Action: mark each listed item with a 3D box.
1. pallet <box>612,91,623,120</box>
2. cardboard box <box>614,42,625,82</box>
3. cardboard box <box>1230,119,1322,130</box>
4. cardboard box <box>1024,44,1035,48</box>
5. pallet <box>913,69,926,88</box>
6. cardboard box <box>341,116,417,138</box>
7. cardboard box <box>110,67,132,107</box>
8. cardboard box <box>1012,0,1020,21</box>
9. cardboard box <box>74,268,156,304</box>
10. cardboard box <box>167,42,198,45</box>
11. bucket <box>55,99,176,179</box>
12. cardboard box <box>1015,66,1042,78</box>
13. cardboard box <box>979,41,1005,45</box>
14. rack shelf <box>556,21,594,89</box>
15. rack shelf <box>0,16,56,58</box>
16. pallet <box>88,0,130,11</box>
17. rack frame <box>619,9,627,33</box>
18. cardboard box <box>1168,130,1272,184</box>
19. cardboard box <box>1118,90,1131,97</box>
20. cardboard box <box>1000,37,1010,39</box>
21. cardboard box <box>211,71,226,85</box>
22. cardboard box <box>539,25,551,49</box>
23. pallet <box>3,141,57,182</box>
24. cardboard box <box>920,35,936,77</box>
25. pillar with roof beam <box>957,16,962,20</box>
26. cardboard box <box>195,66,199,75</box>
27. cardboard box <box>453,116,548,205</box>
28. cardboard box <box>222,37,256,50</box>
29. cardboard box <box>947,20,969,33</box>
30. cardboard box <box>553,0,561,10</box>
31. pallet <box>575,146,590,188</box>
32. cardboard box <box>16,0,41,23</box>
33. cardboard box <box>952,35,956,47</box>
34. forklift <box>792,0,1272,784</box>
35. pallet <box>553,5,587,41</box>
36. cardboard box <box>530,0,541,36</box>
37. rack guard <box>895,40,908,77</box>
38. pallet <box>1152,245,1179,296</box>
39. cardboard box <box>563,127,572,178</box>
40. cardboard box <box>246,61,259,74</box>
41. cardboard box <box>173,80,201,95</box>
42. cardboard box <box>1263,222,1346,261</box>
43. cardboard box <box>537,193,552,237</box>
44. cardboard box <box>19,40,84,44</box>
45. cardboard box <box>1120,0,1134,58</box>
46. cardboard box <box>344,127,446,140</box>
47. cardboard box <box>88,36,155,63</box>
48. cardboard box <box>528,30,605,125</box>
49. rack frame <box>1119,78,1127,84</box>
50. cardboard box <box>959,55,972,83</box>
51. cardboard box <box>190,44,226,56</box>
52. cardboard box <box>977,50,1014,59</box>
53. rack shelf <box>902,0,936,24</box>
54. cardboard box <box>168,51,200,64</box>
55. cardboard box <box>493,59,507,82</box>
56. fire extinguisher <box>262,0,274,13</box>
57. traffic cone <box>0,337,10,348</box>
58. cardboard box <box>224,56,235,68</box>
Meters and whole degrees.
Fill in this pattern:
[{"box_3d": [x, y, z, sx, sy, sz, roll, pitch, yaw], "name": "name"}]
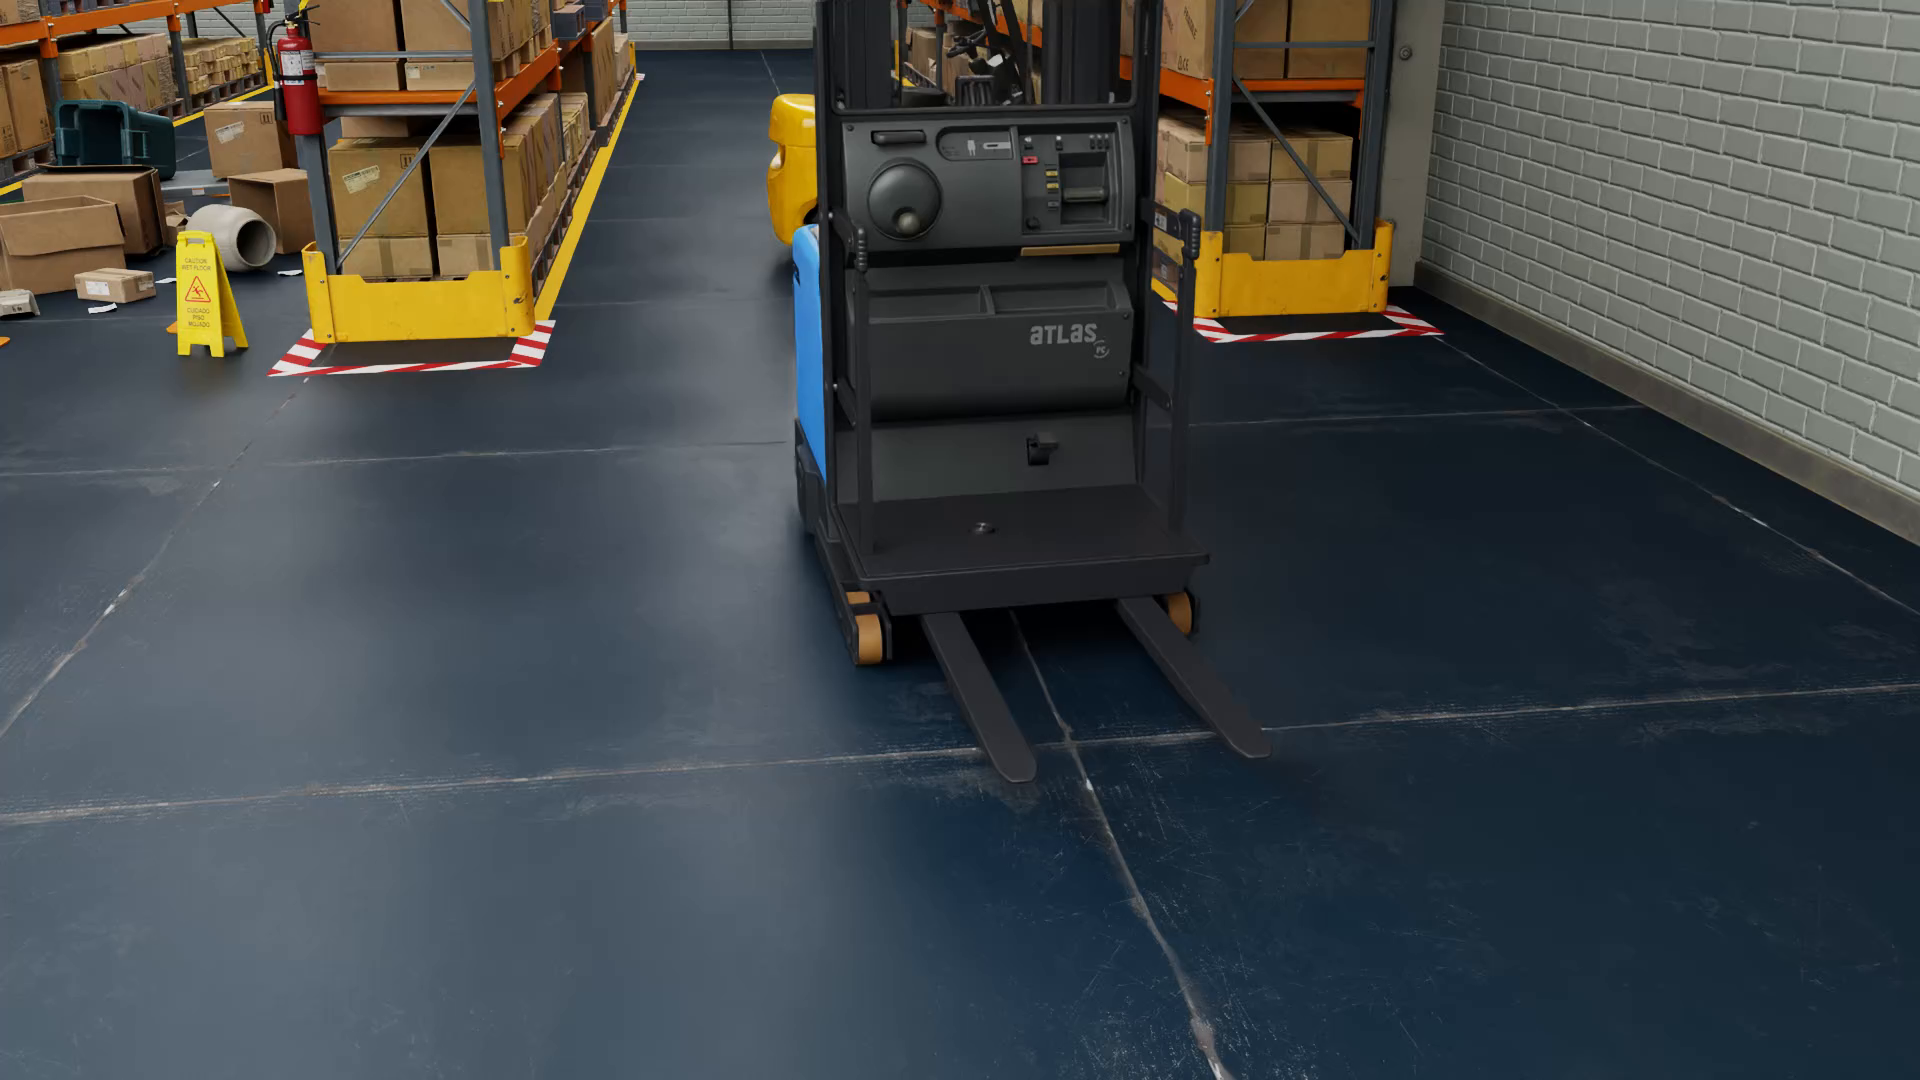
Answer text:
[{"box_3d": [-4.522, -5.126, 19.639, 1.003, 0.211, 1.213, -3, 21, -8], "name": "pallet"}, {"box_3d": [-4.822, -6.225, 21.658, 0.875, 0.438, 0.875, -4, 21, -9], "name": "cardboard box"}, {"box_3d": [1.975, -2.518, 10.573, 0.500, 0.250, 0.500, -3, 21, -8], "name": "cardboard box"}, {"box_3d": [0.853, -5.451, 18.568, 0.380, 0.149, 0.250, -3, 21, -9], "name": "cardboard box"}, {"box_3d": [-0.074, -6.302, 22.788, 1.003, 0.211, 1.213, -3, 21, -8], "name": "pallet"}, {"box_3d": [-3.471, -2.493, 9.934, 0.380, 0.149, 0.250, -2, 21, -6], "name": "cardboard box"}, {"box_3d": [-9.019, -4.661, 17.381, 0.500, 0.500, 0.500, -3, 21, -9], "name": "cardboard box"}, {"box_3d": [0.751, -4.974, 15.461, 0.500, 0.250, 0.500, -4, 21, -10], "name": "cardboard box"}, {"box_3d": [-5.166, -1.557, 10.173, 0.380, 0.149, 0.250, 8, 22, 20], "name": "cardboard box"}, {"box_3d": [-10.243, -6.473, 21.883, 0.380, 0.149, 0.250, -4, 21, -10], "name": "cardboard box"}, {"box_3d": [-6.138, -2.889, 12.170, 0.726, 0.611, 0.620, 4, 11, 11], "name": "bucket"}, {"box_3d": [0.958, -4.204, 15.979, 0.875, 0.625, 0.625, -2, 21, -6], "name": "cardboard box"}, {"box_3d": [0.310, -5.598, 18.964, 0.380, 0.149, 0.250, -3, 21, -8], "name": "cardboard box"}, {"box_3d": [-3.843, -4.281, 14.420, 1.077, 0.370, 4.000, -3, 21, -8], "name": "rack shelf"}, {"box_3d": [-8.727, -3.997, 13.658, 1.077, 0.370, 4.000, -3, 21, -8], "name": "rack shelf"}, {"box_3d": [-9.341, -5.620, 17.249, 1.003, 0.211, 1.213, -3, 21, -8], "name": "pallet"}, {"box_3d": [-5.285, -8.081, 23.565, 1.000, 3.000, 0.127, -3, 21, -8], "name": "rack frame"}, {"box_3d": [1.558, -2.313, 10.024, 0.500, 0.250, 0.500, -2, 21, -6], "name": "cardboard box"}, {"box_3d": [1.179, -3.194, 12.381, 0.500, 0.250, 0.500, -3, 21, -8], "name": "cardboard box"}, {"box_3d": [0.691, -5.902, 19.777, 0.380, 0.149, 0.250, -4, 21, -10], "name": "cardboard box"}, {"box_3d": [-9.554, -5.862, 21.098, 0.380, 0.149, 0.250, -3, 21, -9], "name": "cardboard box"}, {"box_3d": [-3.164, -3.626, 11.997, 0.380, 0.149, 0.250, -2, 21, -7], "name": "cardboard box"}, {"box_3d": [-8.976, -3.443, 15.133, 1.003, 0.211, 1.213, -3, 21, -8], "name": "pallet"}, {"box_3d": [-0.145, -6.484, 22.262, 0.700, 0.500, 0.500, -4, 21, -10], "name": "cardboard box"}, {"box_3d": [-4.130, -11.905, 25.228, 9.100, 9.000, 0.400, -3, 21, -8], "name": "pillar with roof beam"}, {"box_3d": [-9.524, -5.719, 20.290, 0.380, 0.149, 0.250, -3, 21, -8], "name": "cardboard box"}, {"box_3d": [-2.969, -2.457, 10.766, 0.500, 0.500, 0.500, -3, 21, -7], "name": "cardboard box"}, {"box_3d": [-9.841, -6.765, 22.667, 0.380, 0.149, 0.250, -3, 21, -7], "name": "cardboard box"}, {"box_3d": [0.052, -6.282, 20.368, 0.380, 0.149, 0.250, -3, 21, -9], "name": "cardboard box"}, {"box_3d": [-3.322, -4.212, 12.966, 0.380, 0.149, 0.250, -3, 21, -7], "name": "cardboard box"}, {"box_3d": [-3.848, -3.312, 14.783, 1.003, 0.211, 1.213, -3, 21, -8], "name": "pallet"}, {"box_3d": [-8.685, -4.931, 14.988, 0.500, 0.500, 0.500, -3, 21, -8], "name": "cardboard box"}, {"box_3d": [0.108, -6.047, 20.166, 0.380, 0.149, 0.250, -3, 21, -9], "name": "cardboard box"}, {"box_3d": [0.143, -1.122, 5.031, 1.130, 2.935, 3.031, -4, 21, -11], "name": "forklift"}, {"box_3d": [-3.521, -4.108, 13.202, 1.003, 0.211, 1.213, -3, 21, -8], "name": "pallet"}, {"box_3d": [-3.085, -3.614, 11.036, 0.500, 0.500, 0.500, -2, 21, -6], "name": "cardboard box"}, {"box_3d": [-0.362, -7.135, 24.605, 1.175, 0.500, 0.348, -3, 21, -8], "name": "rack guard"}, {"box_3d": [1.781, -1.749, 10.597, 1.003, 0.211, 1.213, -3, 21, -8], "name": "pallet"}, {"box_3d": [-3.633, -3.073, 13.313, 0.950, 0.372, 0.625, -3, 21, -7], "name": "cardboard box"}, {"box_3d": [-9.749, -6.402, 22.543, 0.380, 0.149, 0.250, -2, 21, -6], "name": "cardboard box"}, {"box_3d": [-9.326, -5.415, 19.901, 0.380, 0.149, 0.250, -4, 21, -10], "name": "cardboard box"}, {"box_3d": [2.056, -1.881, 10.295, 0.500, 0.250, 0.500, -3, 21, -8], "name": "cardboard box"}, {"box_3d": [-2.978, -2.108, 10.903, 0.500, 0.250, 0.500, -2, 21, -4], "name": "cardboard box"}, {"box_3d": [-9.598, -5.158, 17.640, 0.500, 0.250, 0.500, -2, 21, -6], "name": "cardboard box"}, {"box_3d": [1.379, -3.528, 11.231, 0.500, 0.500, 0.500, -3, 21, -7], "name": "cardboard box"}, {"box_3d": [-3.430, -2.246, 10.200, 0.500, 0.500, 0.500, -2, 21, -6], "name": "cardboard box"}, {"box_3d": [-9.173, -5.364, 18.192, 0.500, 0.250, 0.500, -2, 21, -5], "name": "cardboard box"}, {"box_3d": [-4.149, -4.756, 17.098, 0.875, 0.875, 0.875, -3, 21, -8], "name": "cardboard box"}, {"box_3d": [1.356, -4.178, 13.114, 1.000, 3.000, 0.127, -3, 21, -8], "name": "rack frame"}, {"box_3d": [0.273, -5.258, 18.978, 0.500, 0.500, 0.500, -4, 21, -10], "name": "cardboard box"}, {"box_3d": [-9.702, -6.312, 21.454, 0.380, 0.149, 0.250, -4, 21, -10], "name": "cardboard box"}, {"box_3d": [0.388, -5.143, 17.745, 0.380, 0.149, 0.250, -4, 21, -11], "name": "cardboard box"}, {"box_3d": [-0.085, -7.303, 22.510, 1.077, 0.370, 4.000, -3, 21, -8], "name": "rack shelf"}, {"box_3d": [-9.503, -5.864, 20.254, 0.380, 0.149, 0.250, -3, 21, -9], "name": "cardboard box"}, {"box_3d": [-2.831, -2.734, 9.608, 0.380, 0.149, 0.250, -4, 21, -9], "name": "cardboard box"}, {"box_3d": [-9.748, -7.696, 23.177, 0.296, 0.674, 0.183, -3, 21, -8], "name": "fire extinguisher"}, {"box_3d": [-5.366, -1.263, 8.936, 0.336, 0.463, 0.334, -3, 21, -8], "name": "traffic cone"}, {"box_3d": [-9.627, -6.180, 21.525, 0.380, 0.149, 0.250, -2, 21, -5], "name": "cardboard box"}]
